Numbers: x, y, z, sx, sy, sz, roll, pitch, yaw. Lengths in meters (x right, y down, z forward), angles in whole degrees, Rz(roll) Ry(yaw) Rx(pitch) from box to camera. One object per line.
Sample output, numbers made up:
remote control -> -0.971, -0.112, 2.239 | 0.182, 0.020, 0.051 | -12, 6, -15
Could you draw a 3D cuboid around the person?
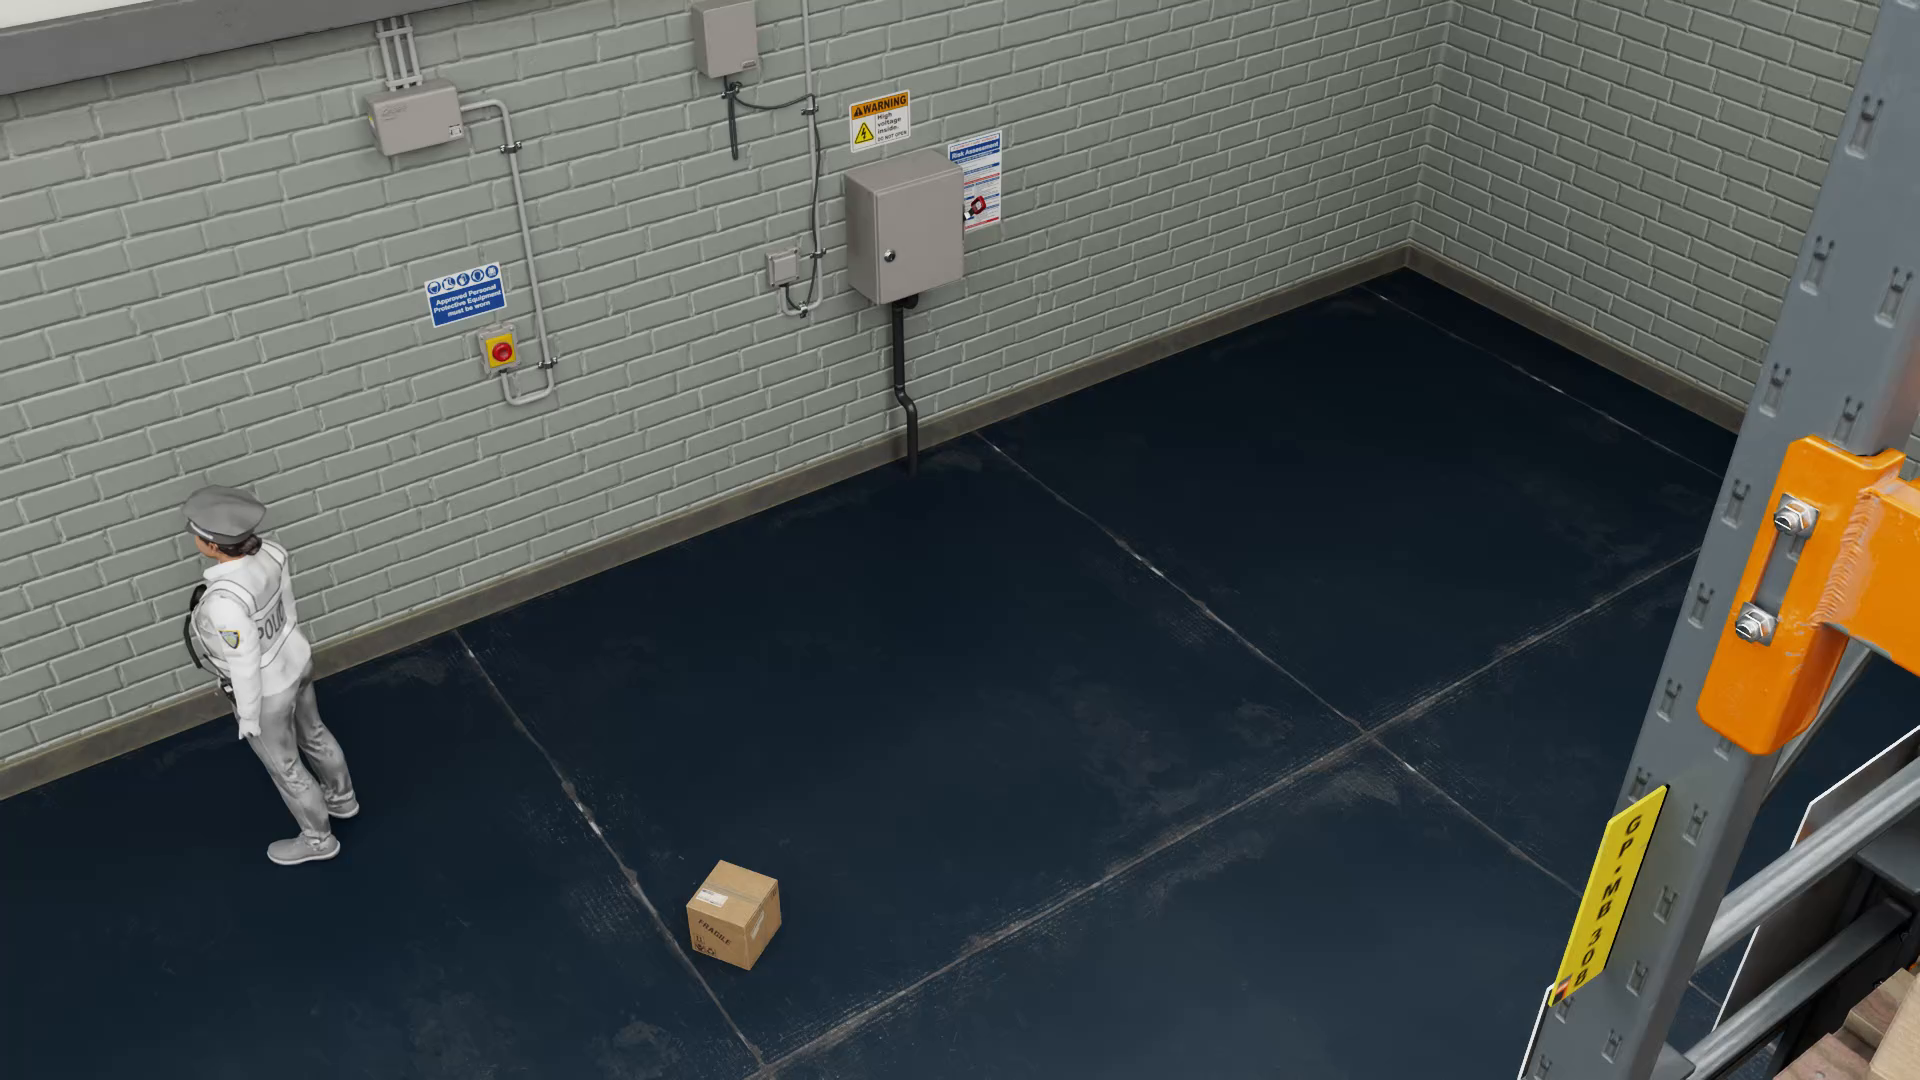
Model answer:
person -> -2.616, 0.537, 6.280 | 0.327, 1.660, 0.465 | 3, 37, 4
